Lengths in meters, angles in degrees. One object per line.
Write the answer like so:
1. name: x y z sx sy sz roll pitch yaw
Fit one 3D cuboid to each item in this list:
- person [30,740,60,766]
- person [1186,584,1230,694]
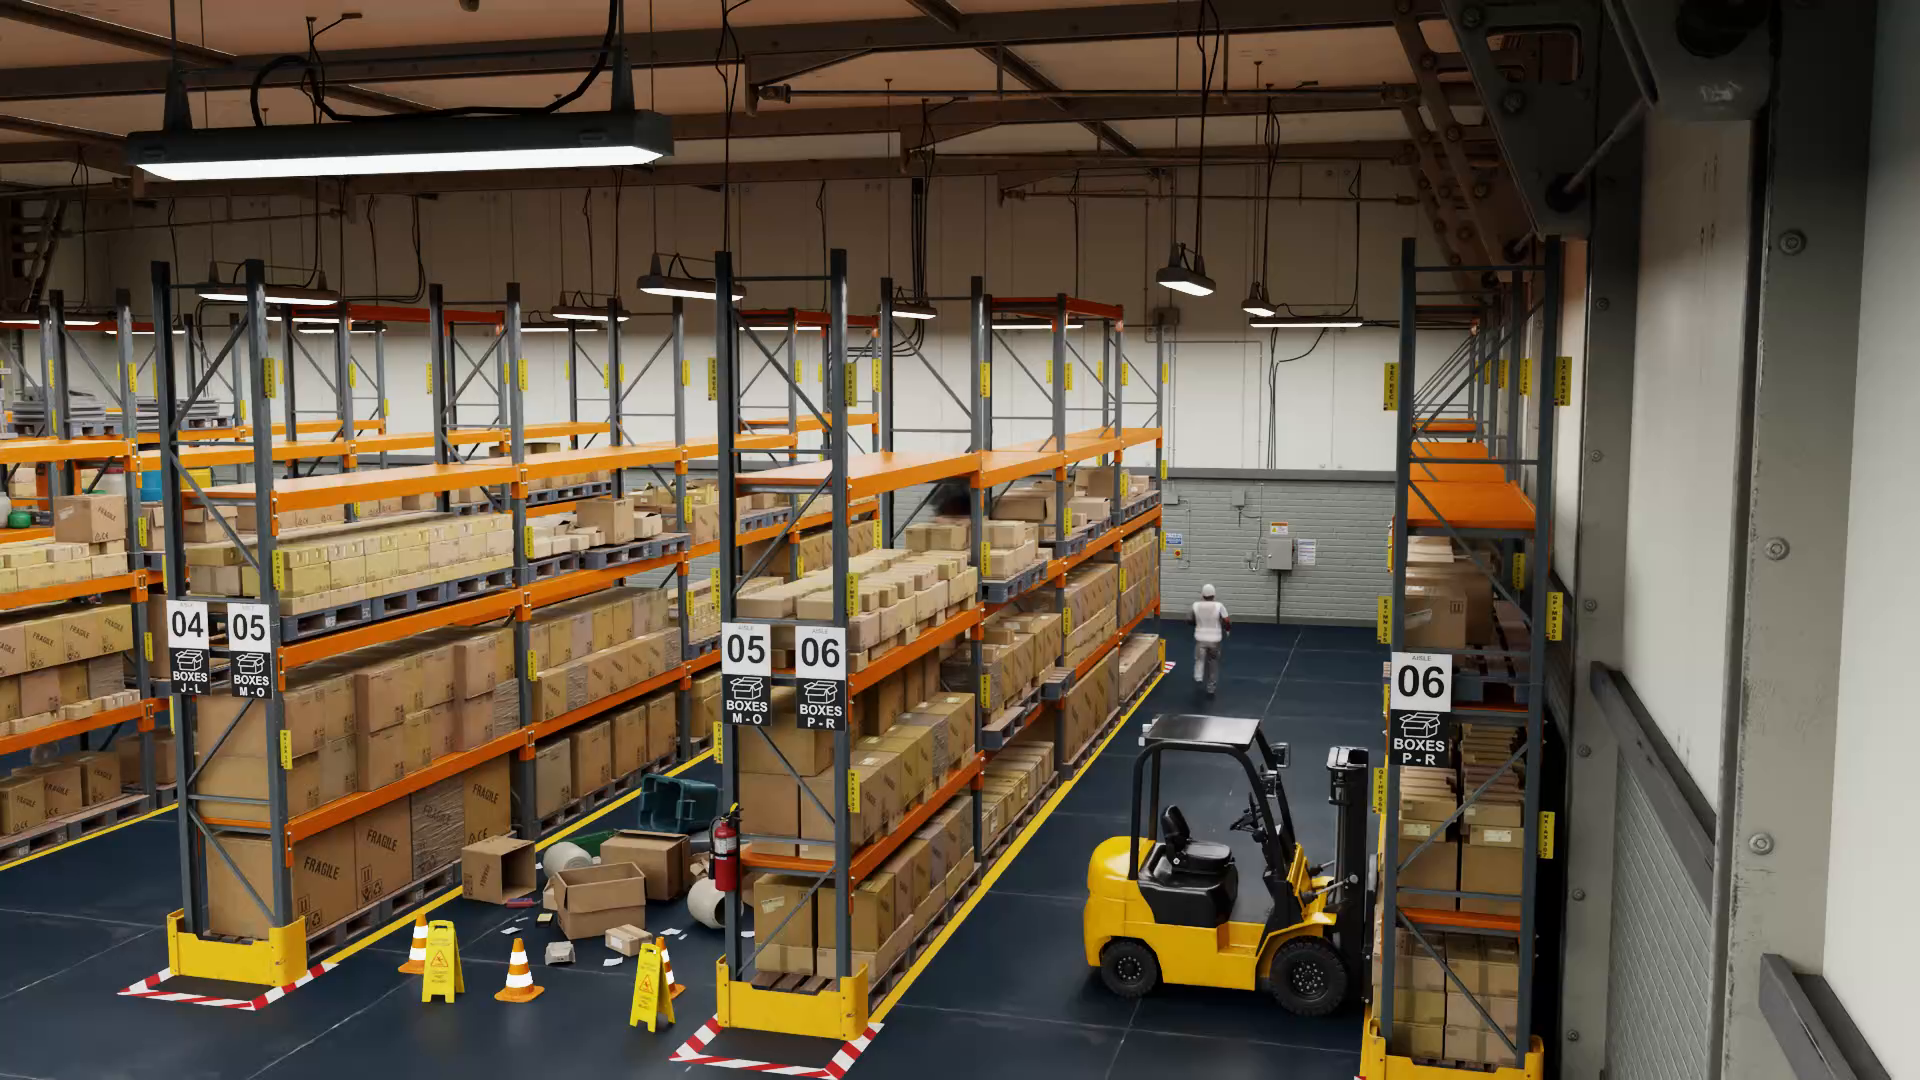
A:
1. person: -11.773 2.079 21.203 0.642 1.786 0.813 1 6 7
2. person: 3.864 1.553 25.893 0.698 1.759 0.905 1 6 14
